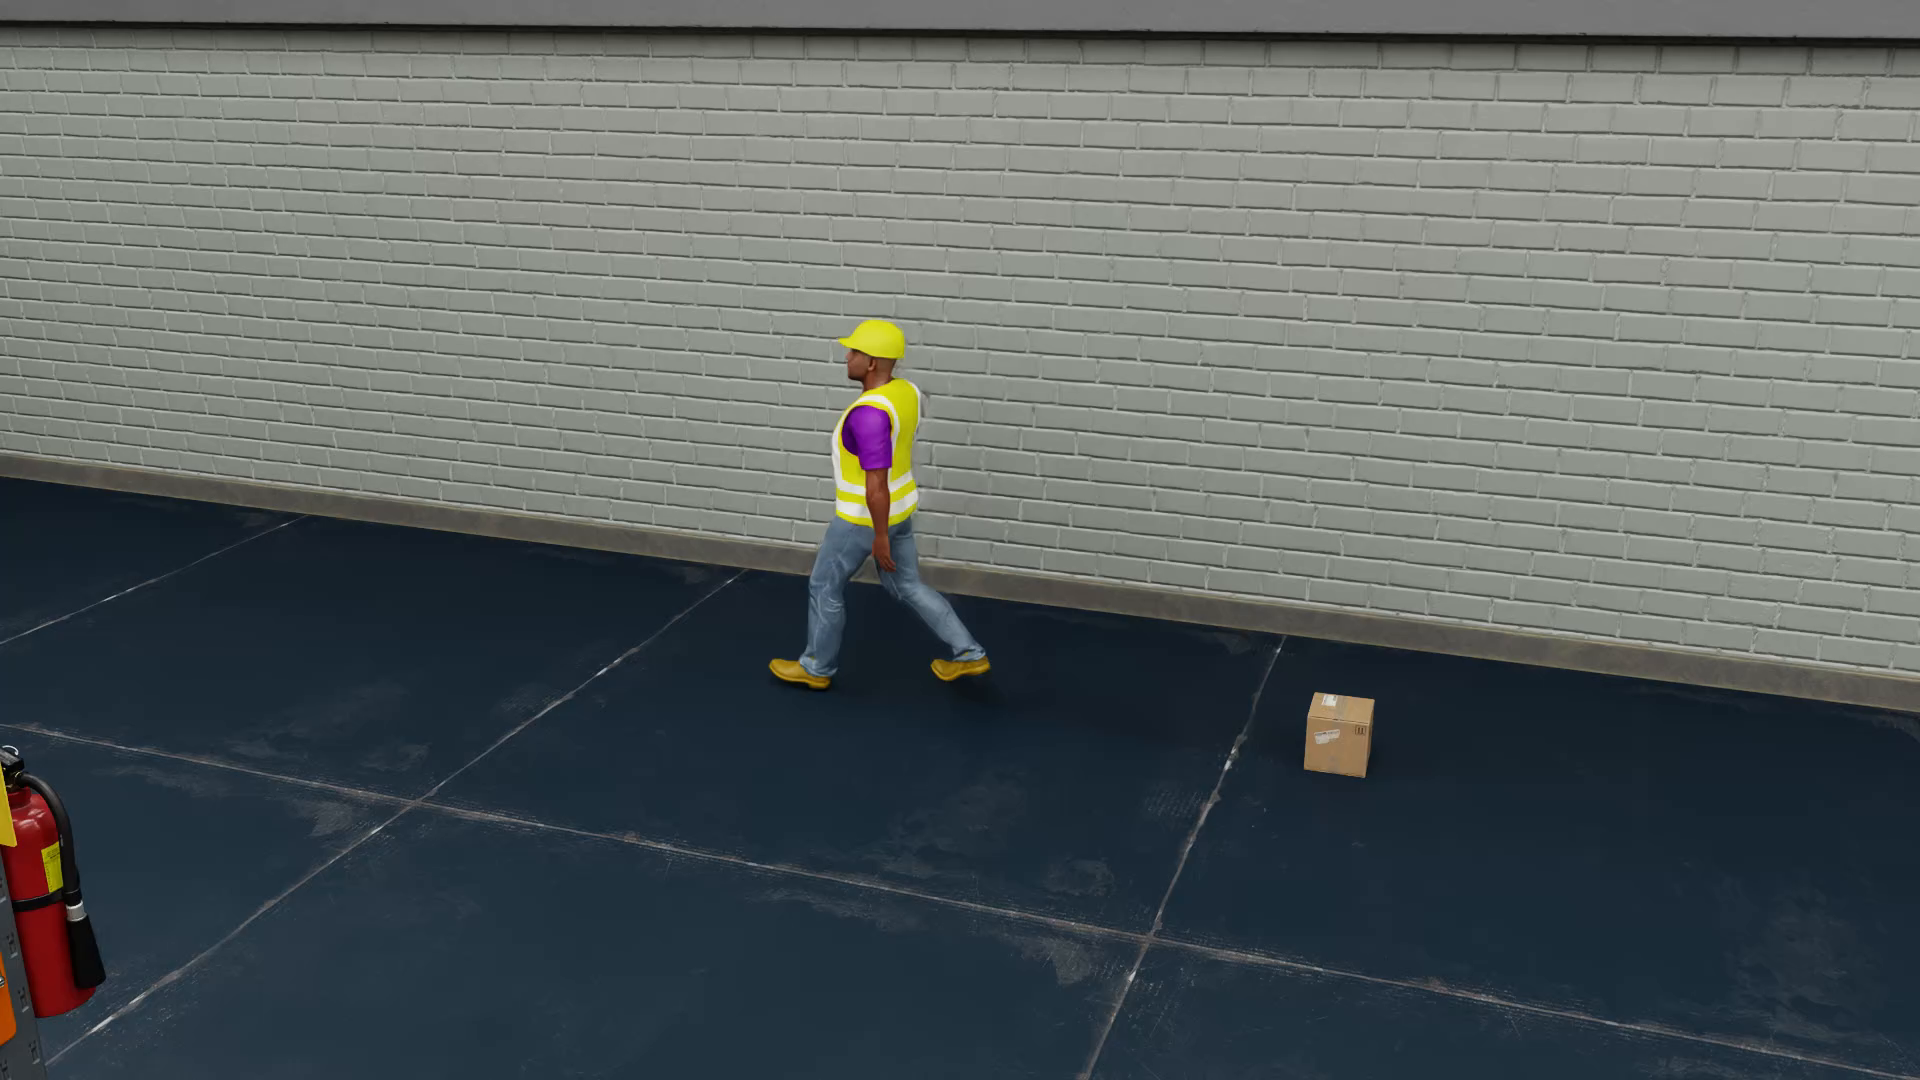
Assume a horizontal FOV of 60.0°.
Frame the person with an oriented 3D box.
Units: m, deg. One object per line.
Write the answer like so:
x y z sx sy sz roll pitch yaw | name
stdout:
-0.374 -0.133 7.422 1.037 1.725 0.564 7 20 21 | person
